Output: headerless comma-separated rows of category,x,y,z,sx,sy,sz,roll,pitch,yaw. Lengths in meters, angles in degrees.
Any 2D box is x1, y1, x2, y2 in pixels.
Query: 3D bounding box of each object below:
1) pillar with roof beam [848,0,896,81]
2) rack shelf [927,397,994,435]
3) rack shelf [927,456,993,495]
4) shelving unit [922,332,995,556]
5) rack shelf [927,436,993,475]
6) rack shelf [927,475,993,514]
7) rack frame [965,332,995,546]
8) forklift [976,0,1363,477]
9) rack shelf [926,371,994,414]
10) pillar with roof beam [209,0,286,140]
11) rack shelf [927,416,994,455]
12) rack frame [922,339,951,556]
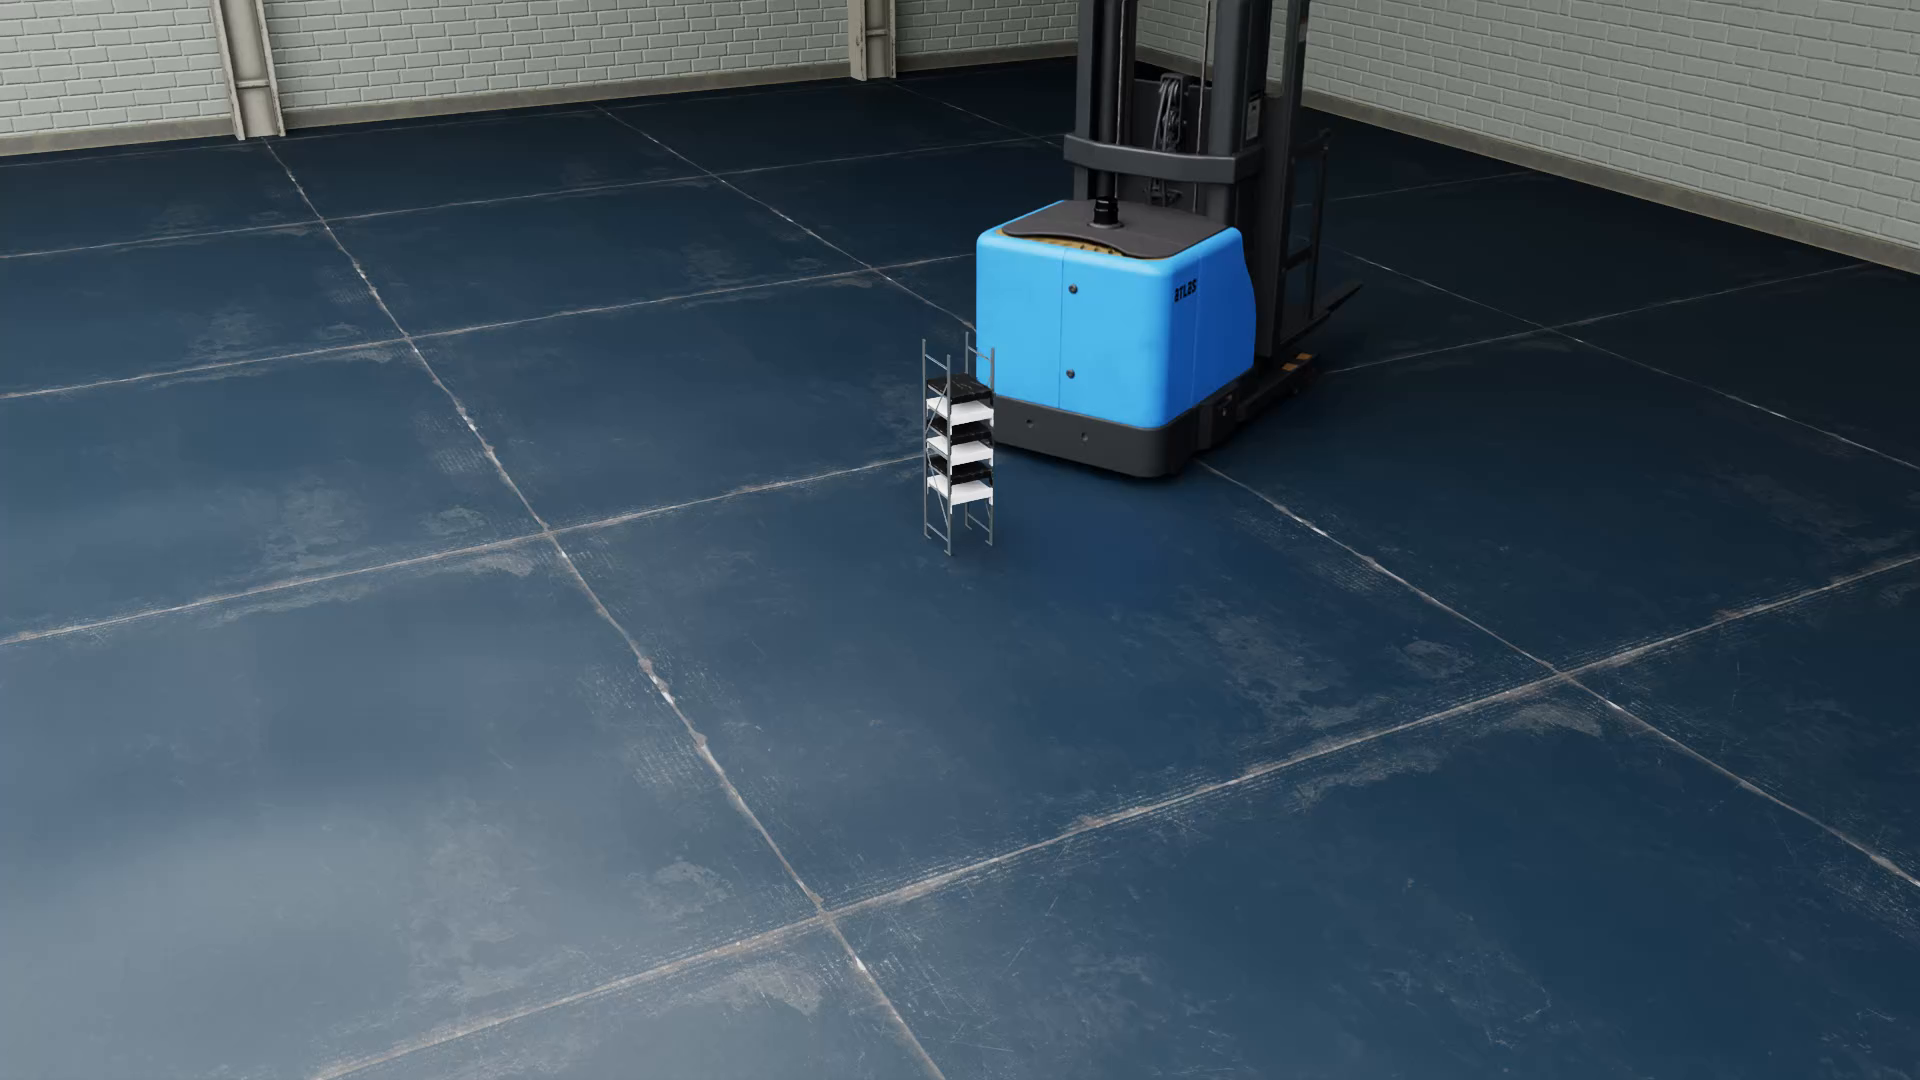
pillar with roof beam,1.123,-7.225,11.901,0.400,9.000,9.100,-13,29,-25
rack shelf,-0.007,-0.536,6.988,0.200,0.077,0.258,-13,29,-25
rack shelf,-0.007,-0.293,7.105,0.200,0.077,0.258,-13,29,-25
shelving unit,-0.007,-0.404,7.052,0.210,0.900,0.258,-13,29,-25
rack shelf,-0.007,-0.374,7.066,0.200,0.077,0.258,-13,29,-25
rack shelf,-0.007,-0.212,7.144,0.200,0.077,0.258,-13,29,-25
rack frame,0.083,-0.425,7.095,0.006,0.900,0.240,-13,29,-25
forklift,1.296,-2.198,8.442,1.130,2.935,3.031,16,30,30
rack shelf,-0.007,-0.617,6.949,0.200,0.077,0.258,-13,29,-25
pillar with roof beam,-4.172,-6.003,9.356,0.400,9.000,9.100,-13,29,-25
rack shelf,-0.007,-0.455,7.027,0.200,0.077,0.258,-13,29,-25
rack frame,-0.097,-0.383,7.009,0.006,0.900,0.240,-13,29,-25
